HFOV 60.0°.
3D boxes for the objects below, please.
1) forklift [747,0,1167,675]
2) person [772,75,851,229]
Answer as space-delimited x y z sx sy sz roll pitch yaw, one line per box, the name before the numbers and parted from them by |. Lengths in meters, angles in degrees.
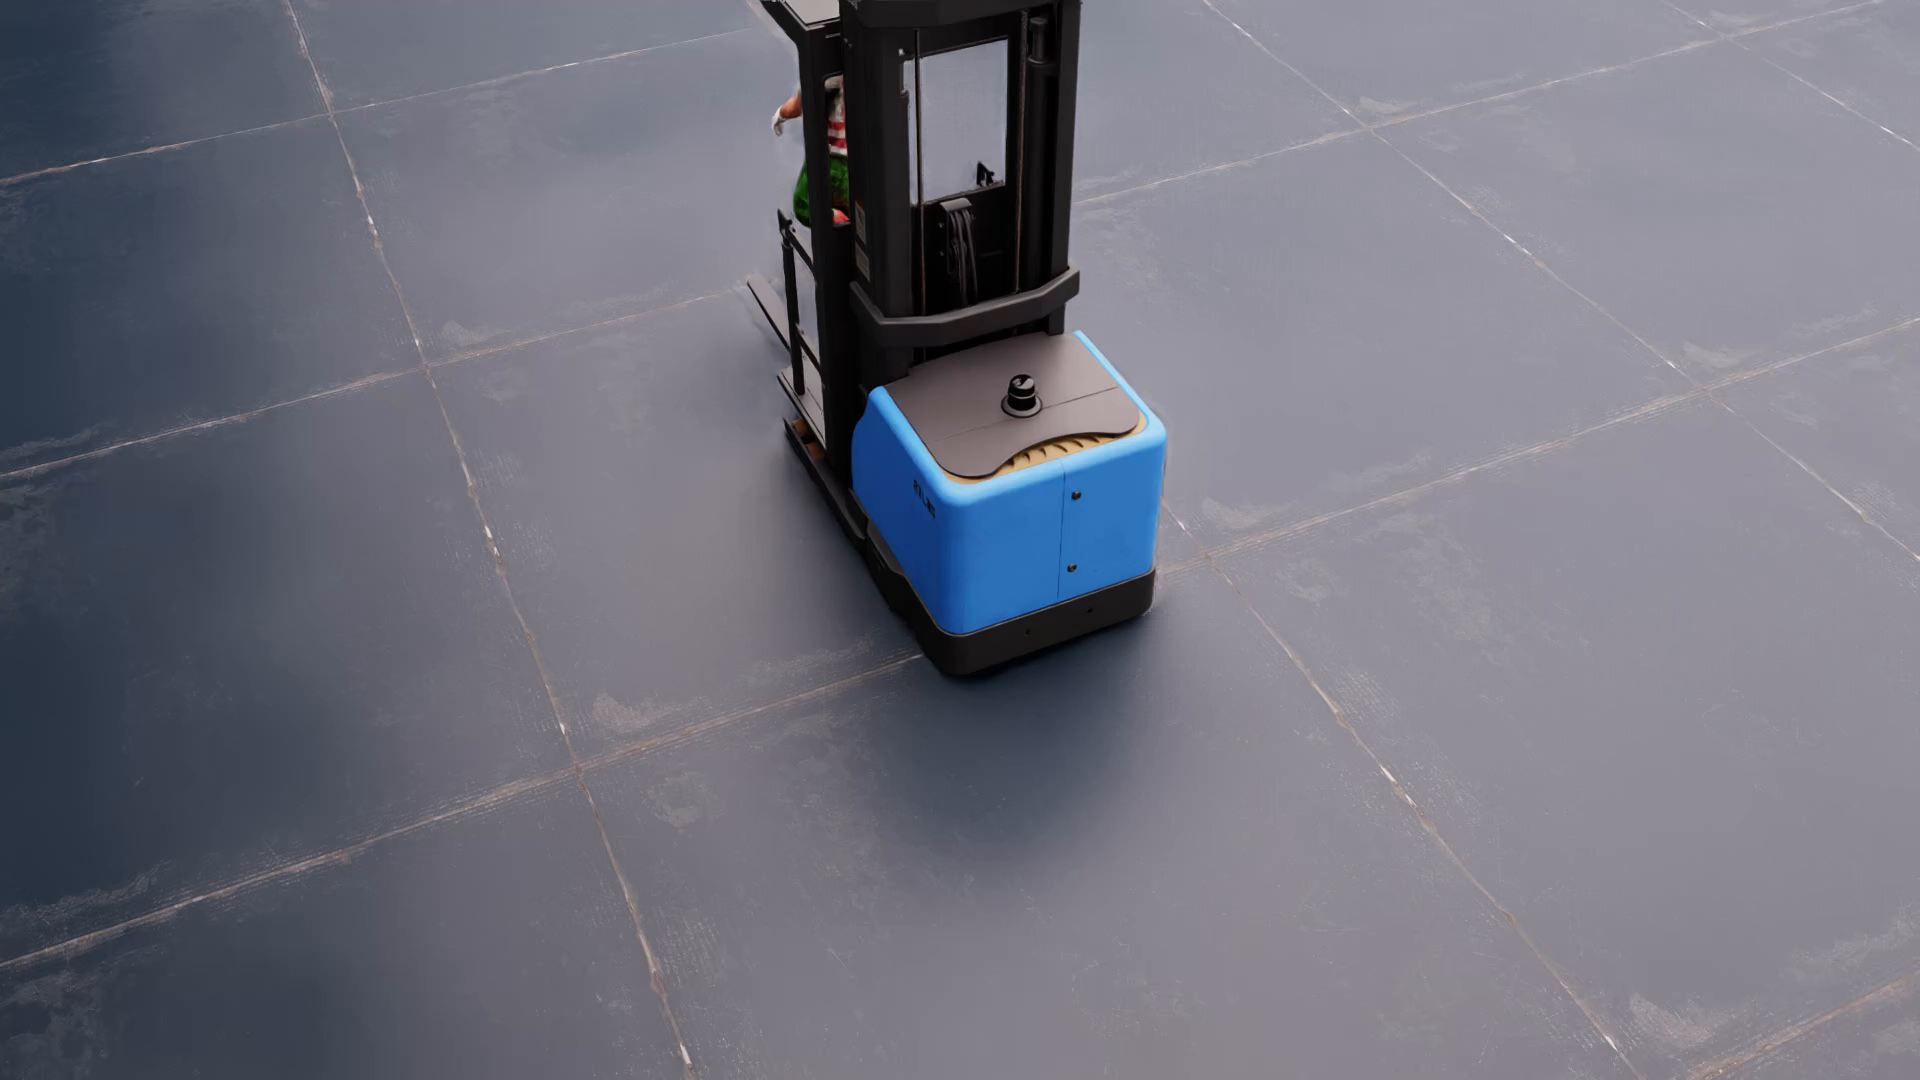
forklift | -0.217 -1.505 7.293 1.130 2.935 3.031 -18 46 -18
person | -0.611 -2.203 8.938 0.720 1.722 0.719 21 47 21
